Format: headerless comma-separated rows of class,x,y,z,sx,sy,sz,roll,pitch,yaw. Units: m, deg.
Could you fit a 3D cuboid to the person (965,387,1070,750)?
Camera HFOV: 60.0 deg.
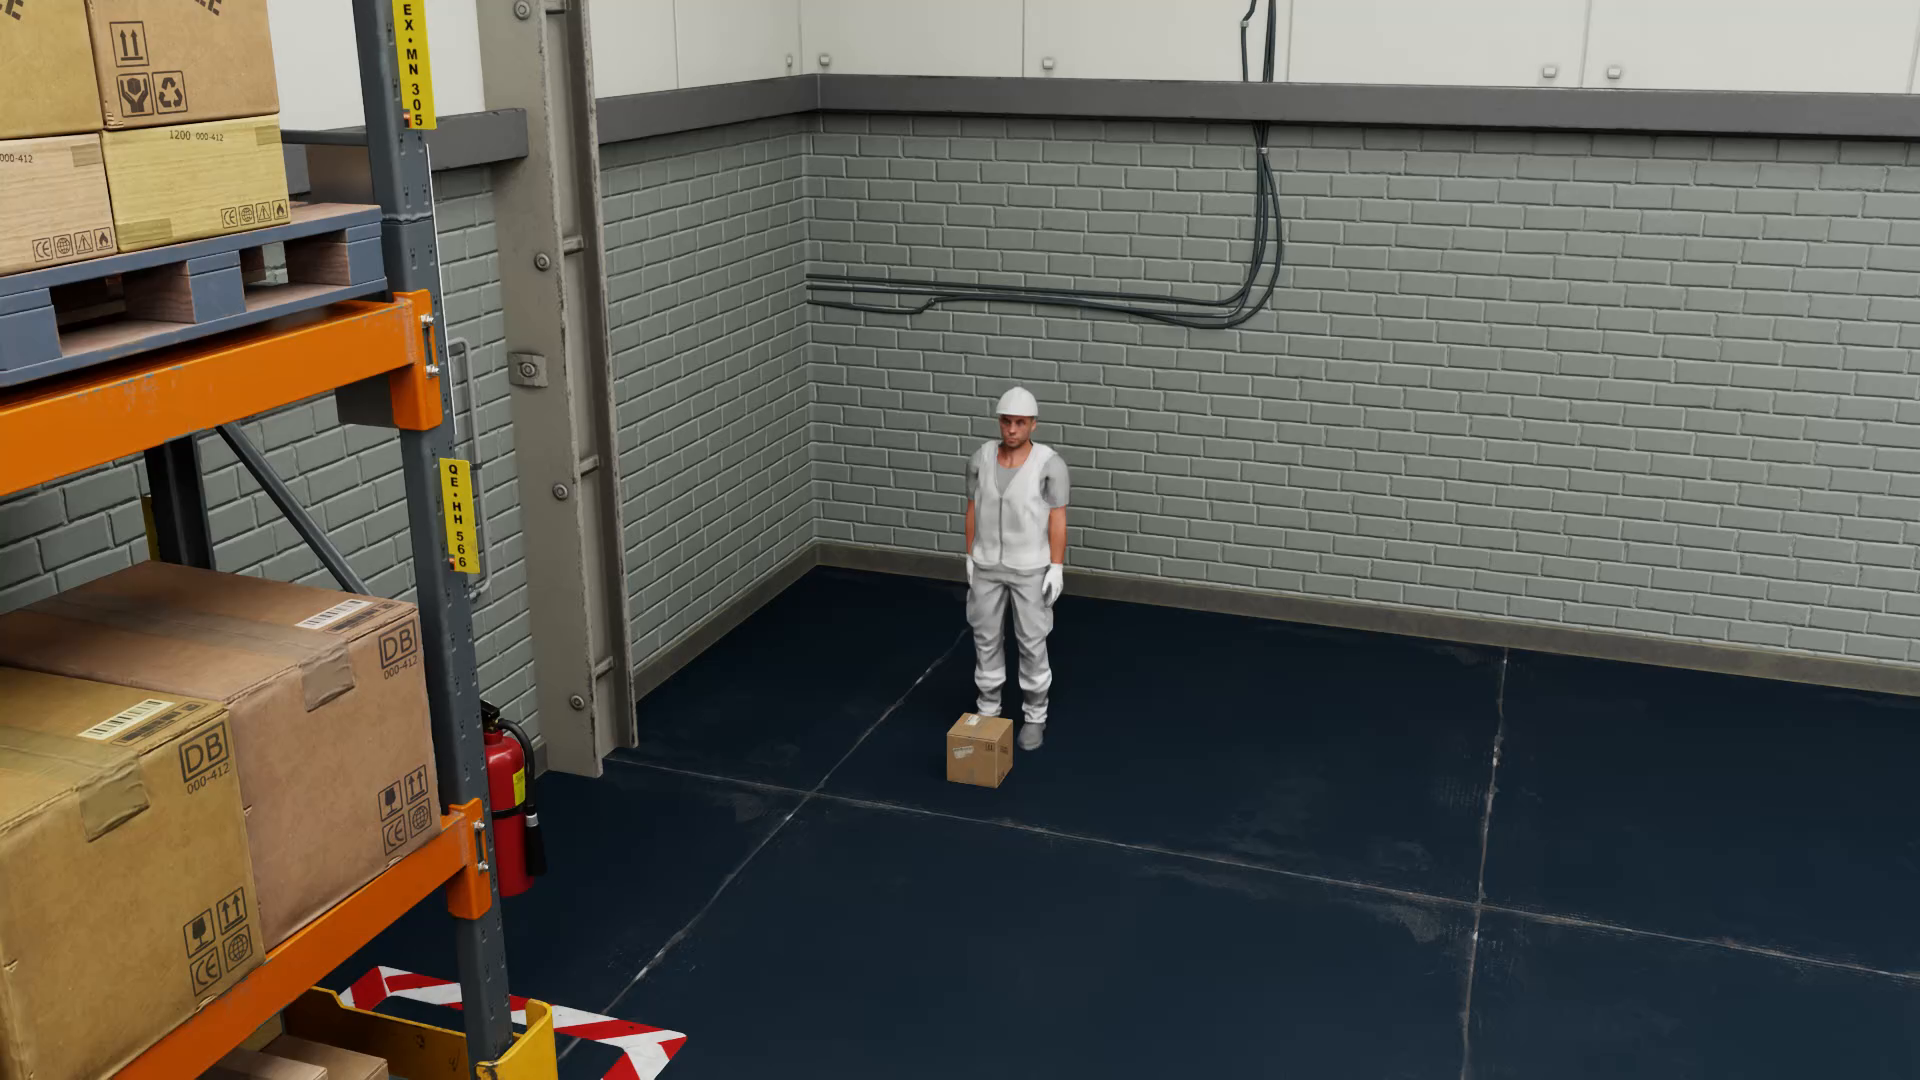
person,0.258,0.138,8.119,0.524,1.795,0.351,7,20,20
